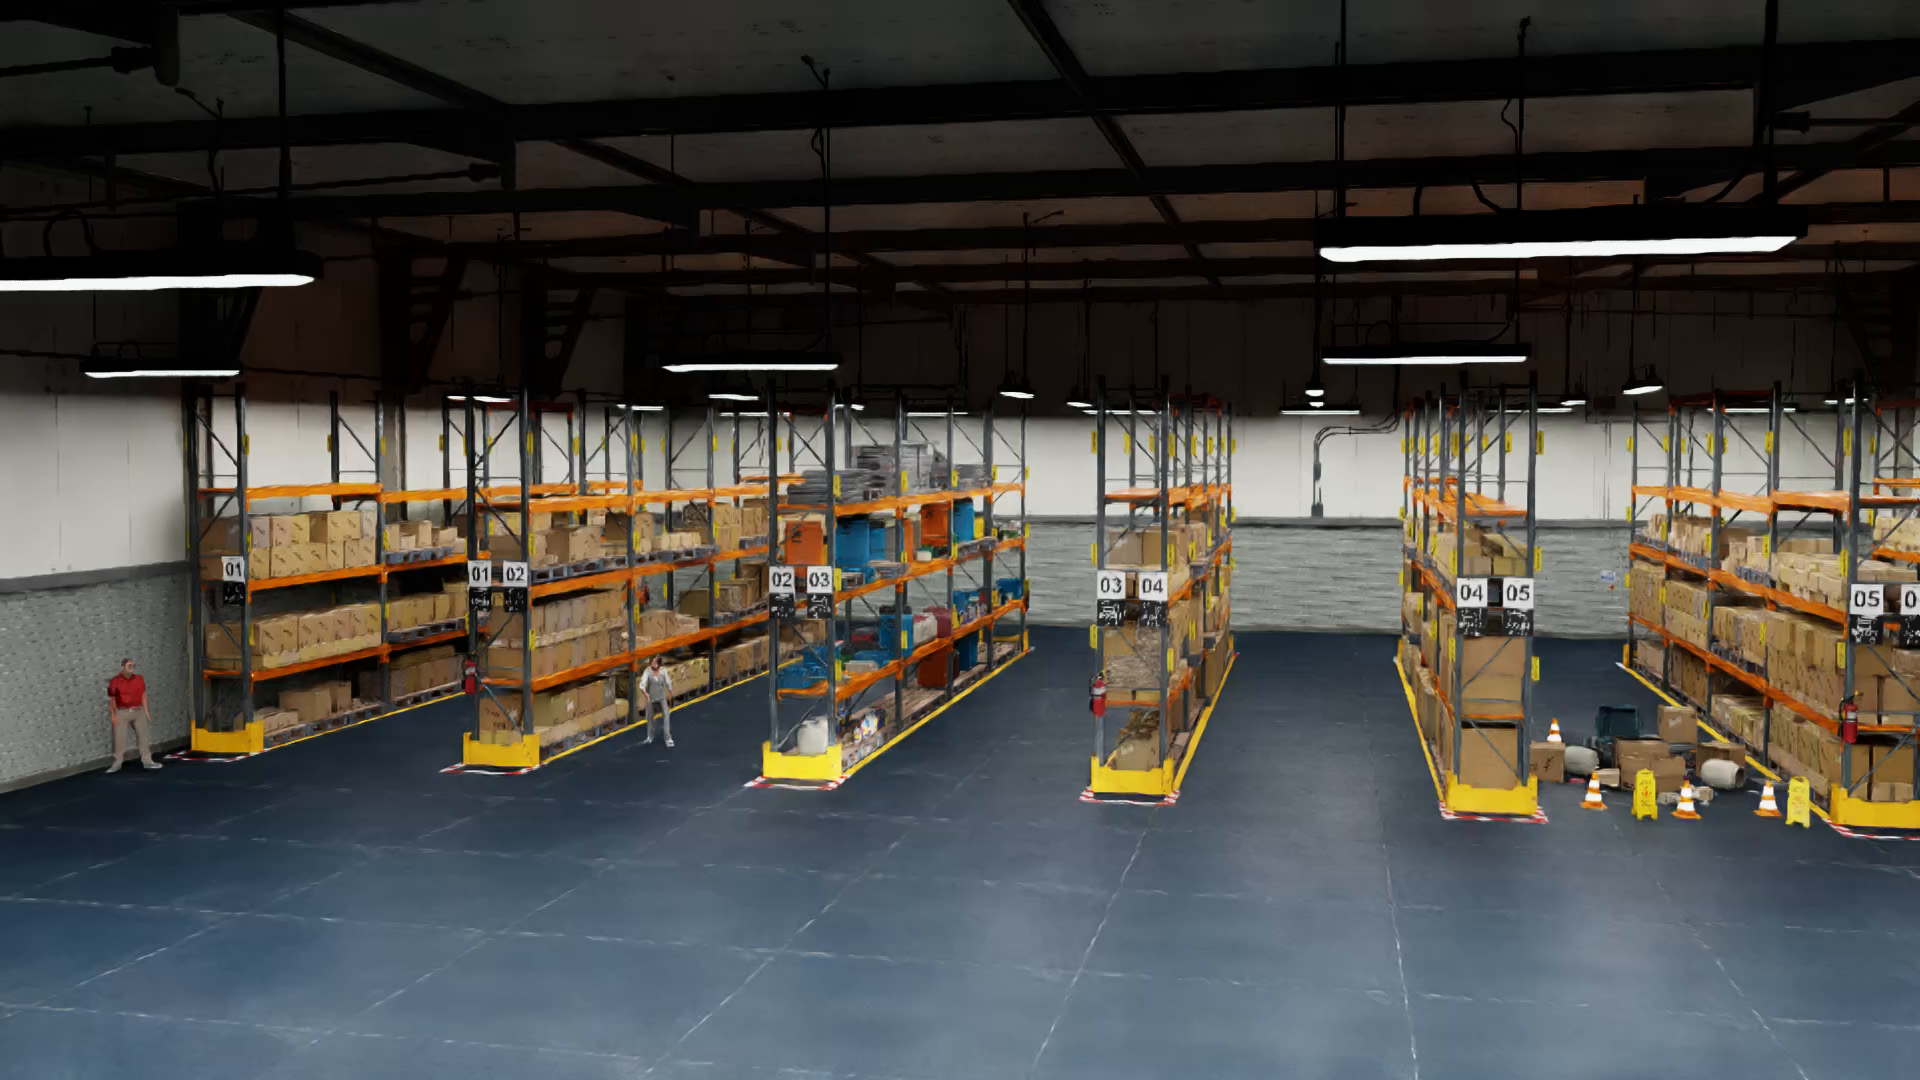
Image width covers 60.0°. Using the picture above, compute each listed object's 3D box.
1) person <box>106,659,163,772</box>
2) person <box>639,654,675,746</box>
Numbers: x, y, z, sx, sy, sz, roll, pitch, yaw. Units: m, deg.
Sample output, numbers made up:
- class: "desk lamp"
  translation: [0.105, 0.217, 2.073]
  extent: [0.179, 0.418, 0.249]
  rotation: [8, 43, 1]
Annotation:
- class: "person"
  translation: [-12.702, 2.670, 25.494]
  extent: [0.519, 1.722, 0.728]
  rotation: [3, 4, 43]
- class: "person"
  translation: [-5.037, 2.646, 27.644]
  extent: [0.568, 1.535, 0.739]
  rotation: [-1, 3, -9]
